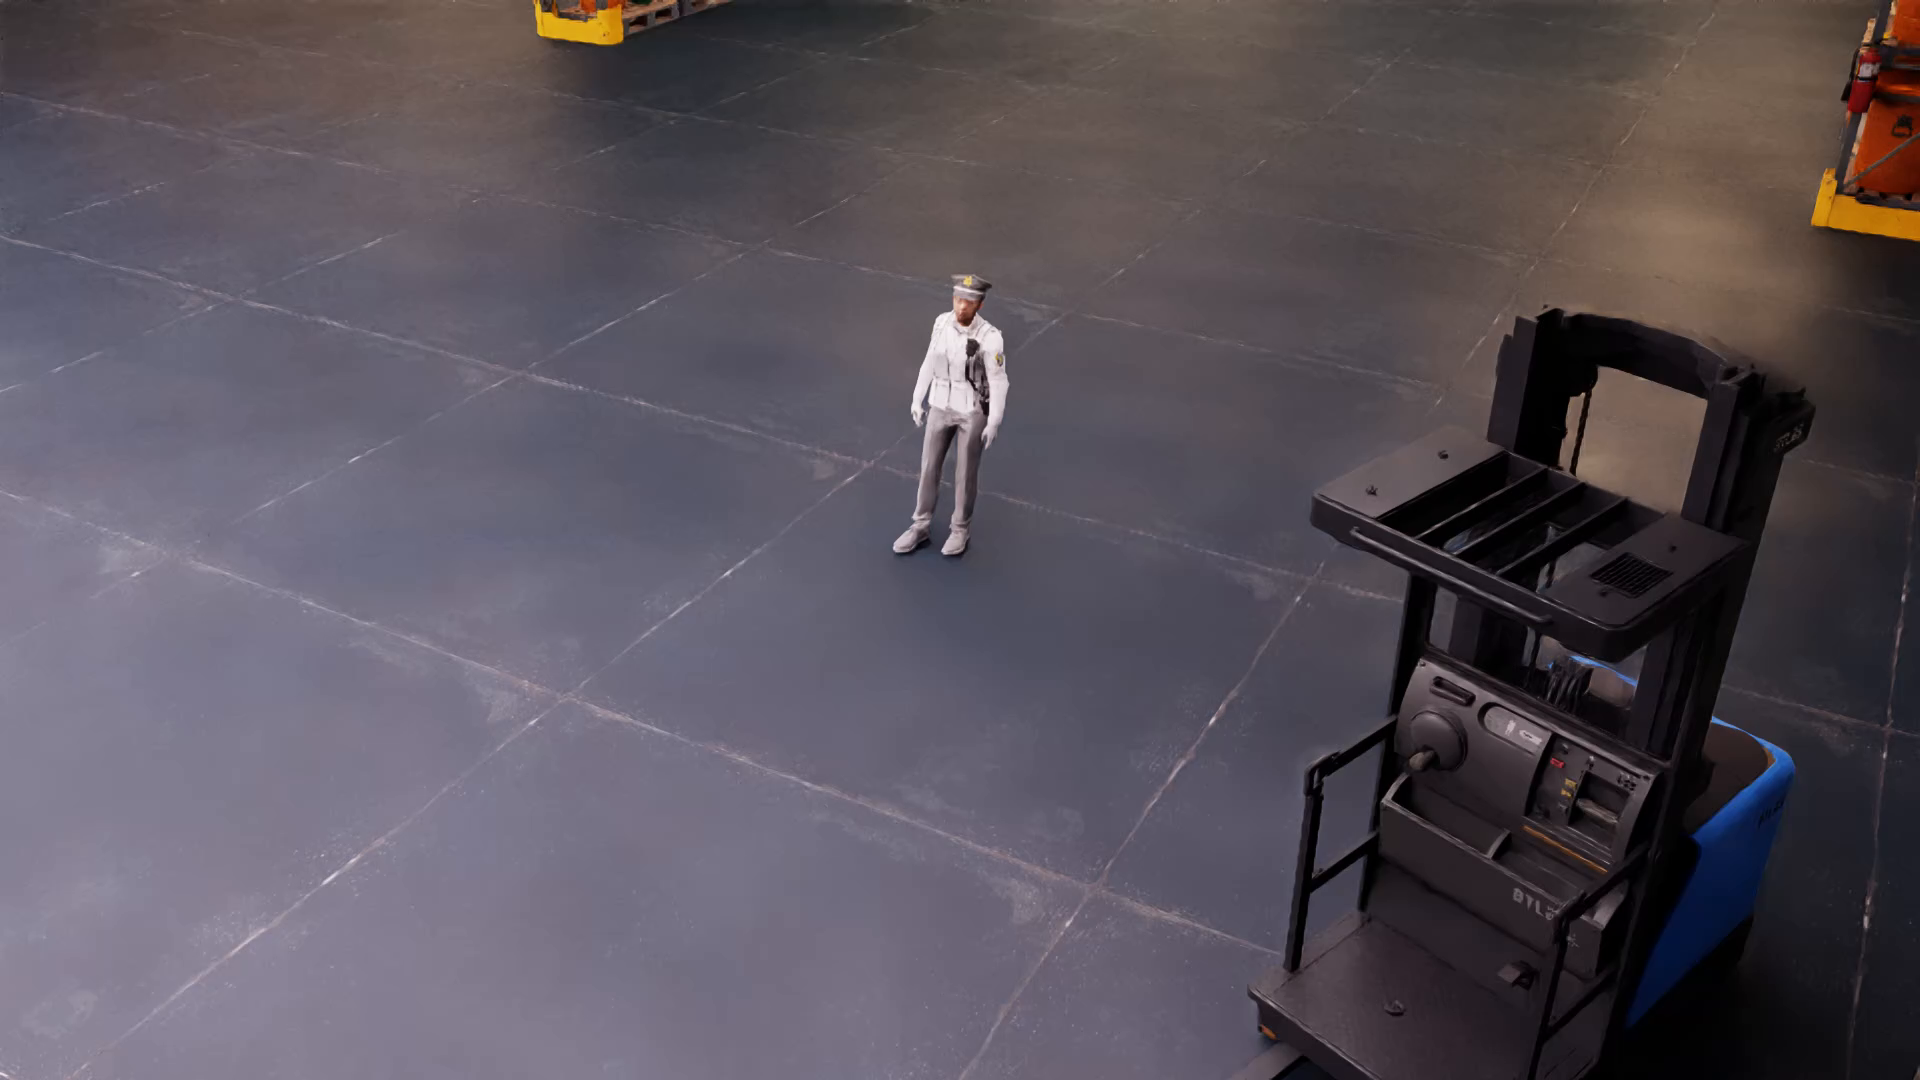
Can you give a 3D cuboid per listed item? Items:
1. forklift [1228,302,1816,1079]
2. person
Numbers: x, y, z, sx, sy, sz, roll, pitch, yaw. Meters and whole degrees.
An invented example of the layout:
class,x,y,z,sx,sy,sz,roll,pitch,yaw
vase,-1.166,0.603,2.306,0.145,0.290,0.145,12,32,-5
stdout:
class,x,y,z,sx,sy,sz,roll,pitch,yaw
forklift,1.804,0.791,5.700,3.031,2.935,1.130,-24,37,-35
person,-0.039,-0.713,9.527,0.586,1.695,0.532,15,33,25
